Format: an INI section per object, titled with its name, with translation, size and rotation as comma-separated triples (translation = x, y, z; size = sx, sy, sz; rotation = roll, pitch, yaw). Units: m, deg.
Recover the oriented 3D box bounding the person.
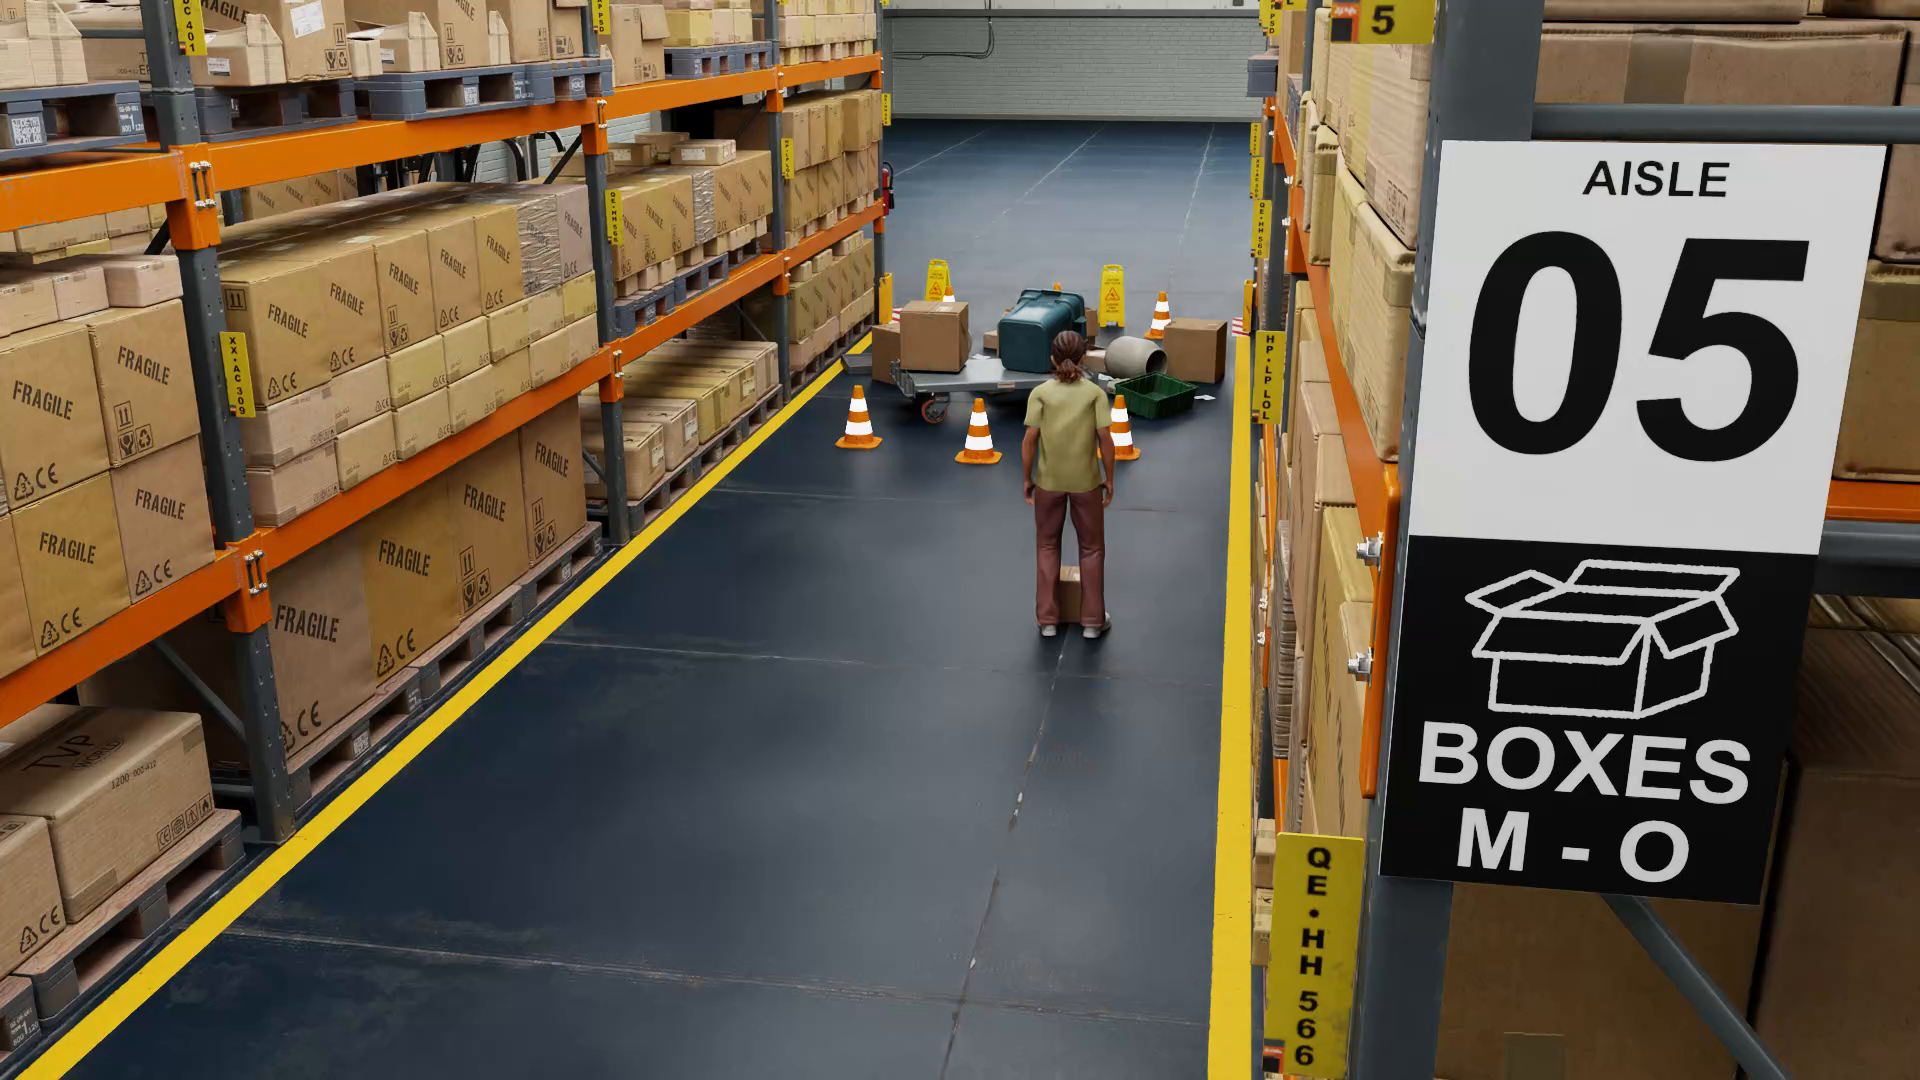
[person]
translation = 0.589, -0.183, 9.003
size = 0.496, 1.436, 0.346
rotation = 2, 18, 6
